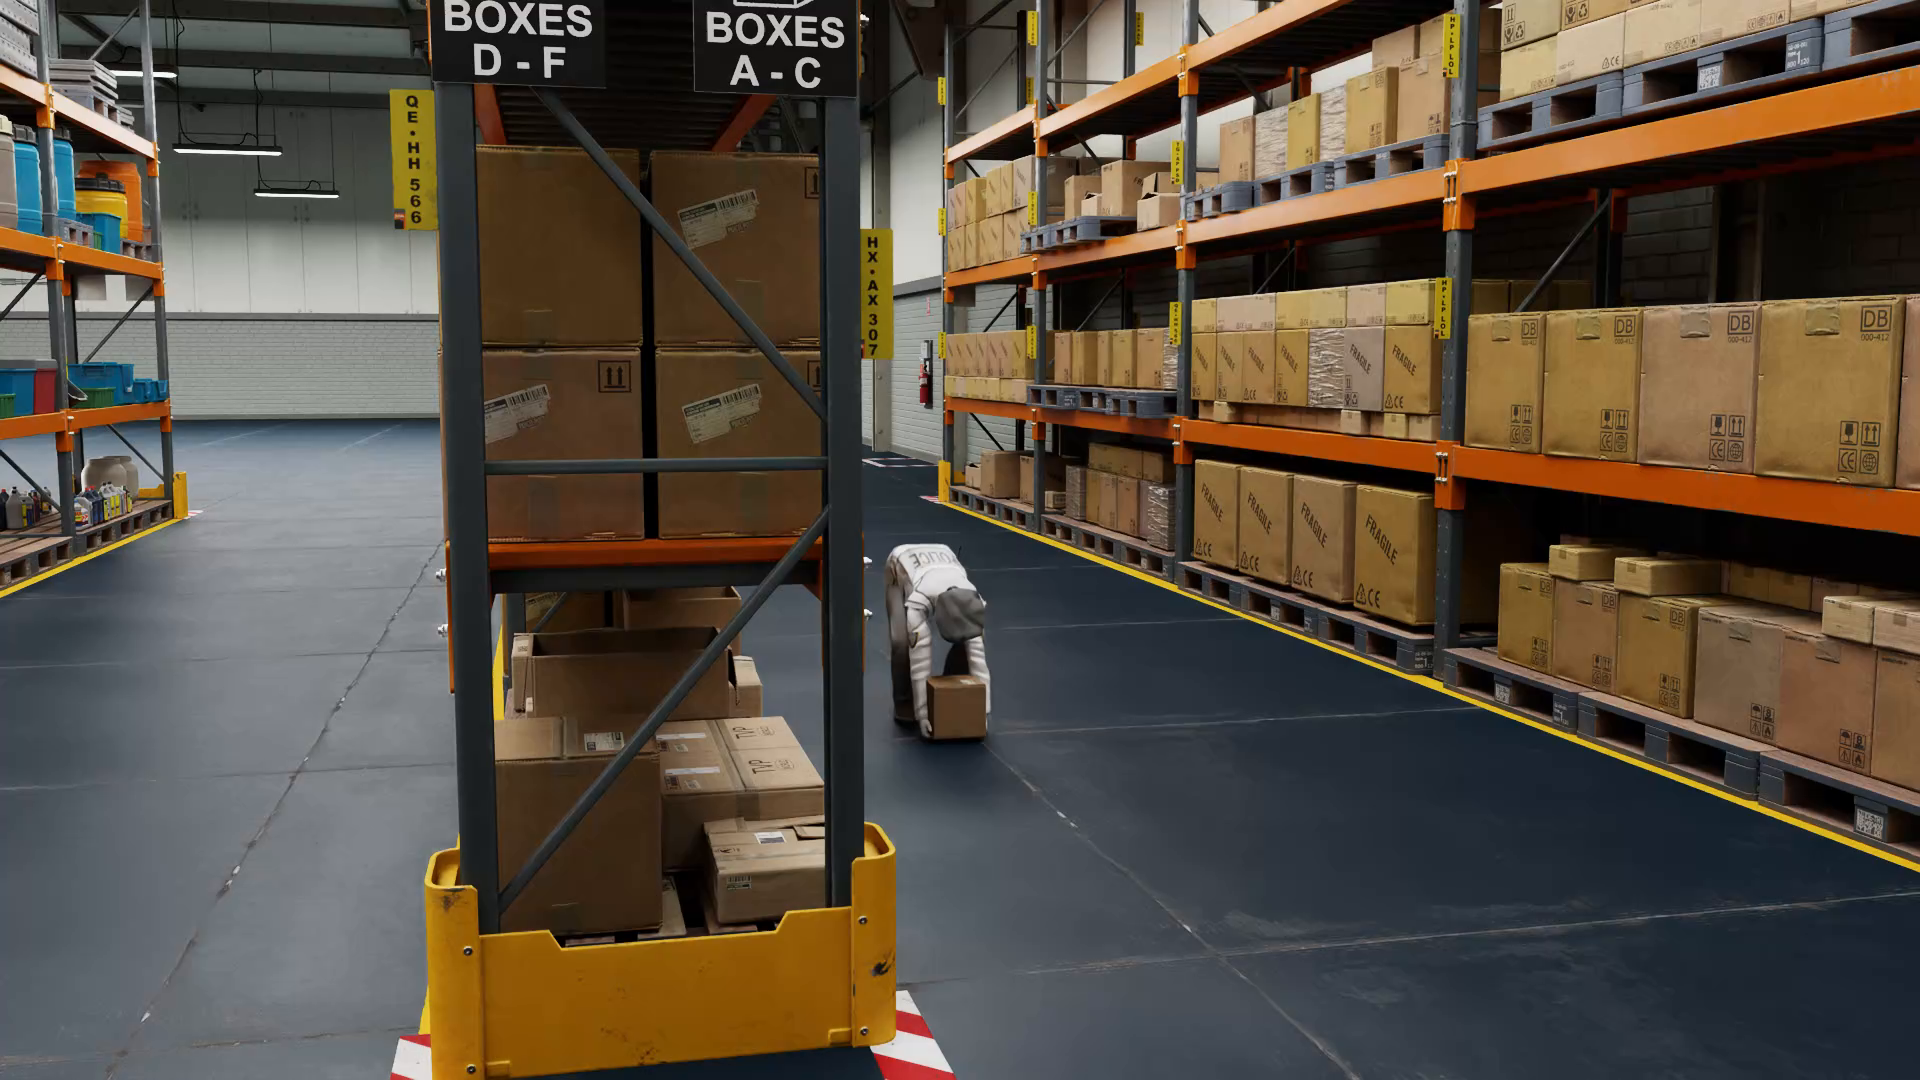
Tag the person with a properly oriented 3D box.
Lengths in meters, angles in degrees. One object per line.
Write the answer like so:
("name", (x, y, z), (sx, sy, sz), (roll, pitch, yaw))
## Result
("person", (-0.112, 0.471, 8.068), (0.451, 0.861, 0.882), (-2, 6, -16))
